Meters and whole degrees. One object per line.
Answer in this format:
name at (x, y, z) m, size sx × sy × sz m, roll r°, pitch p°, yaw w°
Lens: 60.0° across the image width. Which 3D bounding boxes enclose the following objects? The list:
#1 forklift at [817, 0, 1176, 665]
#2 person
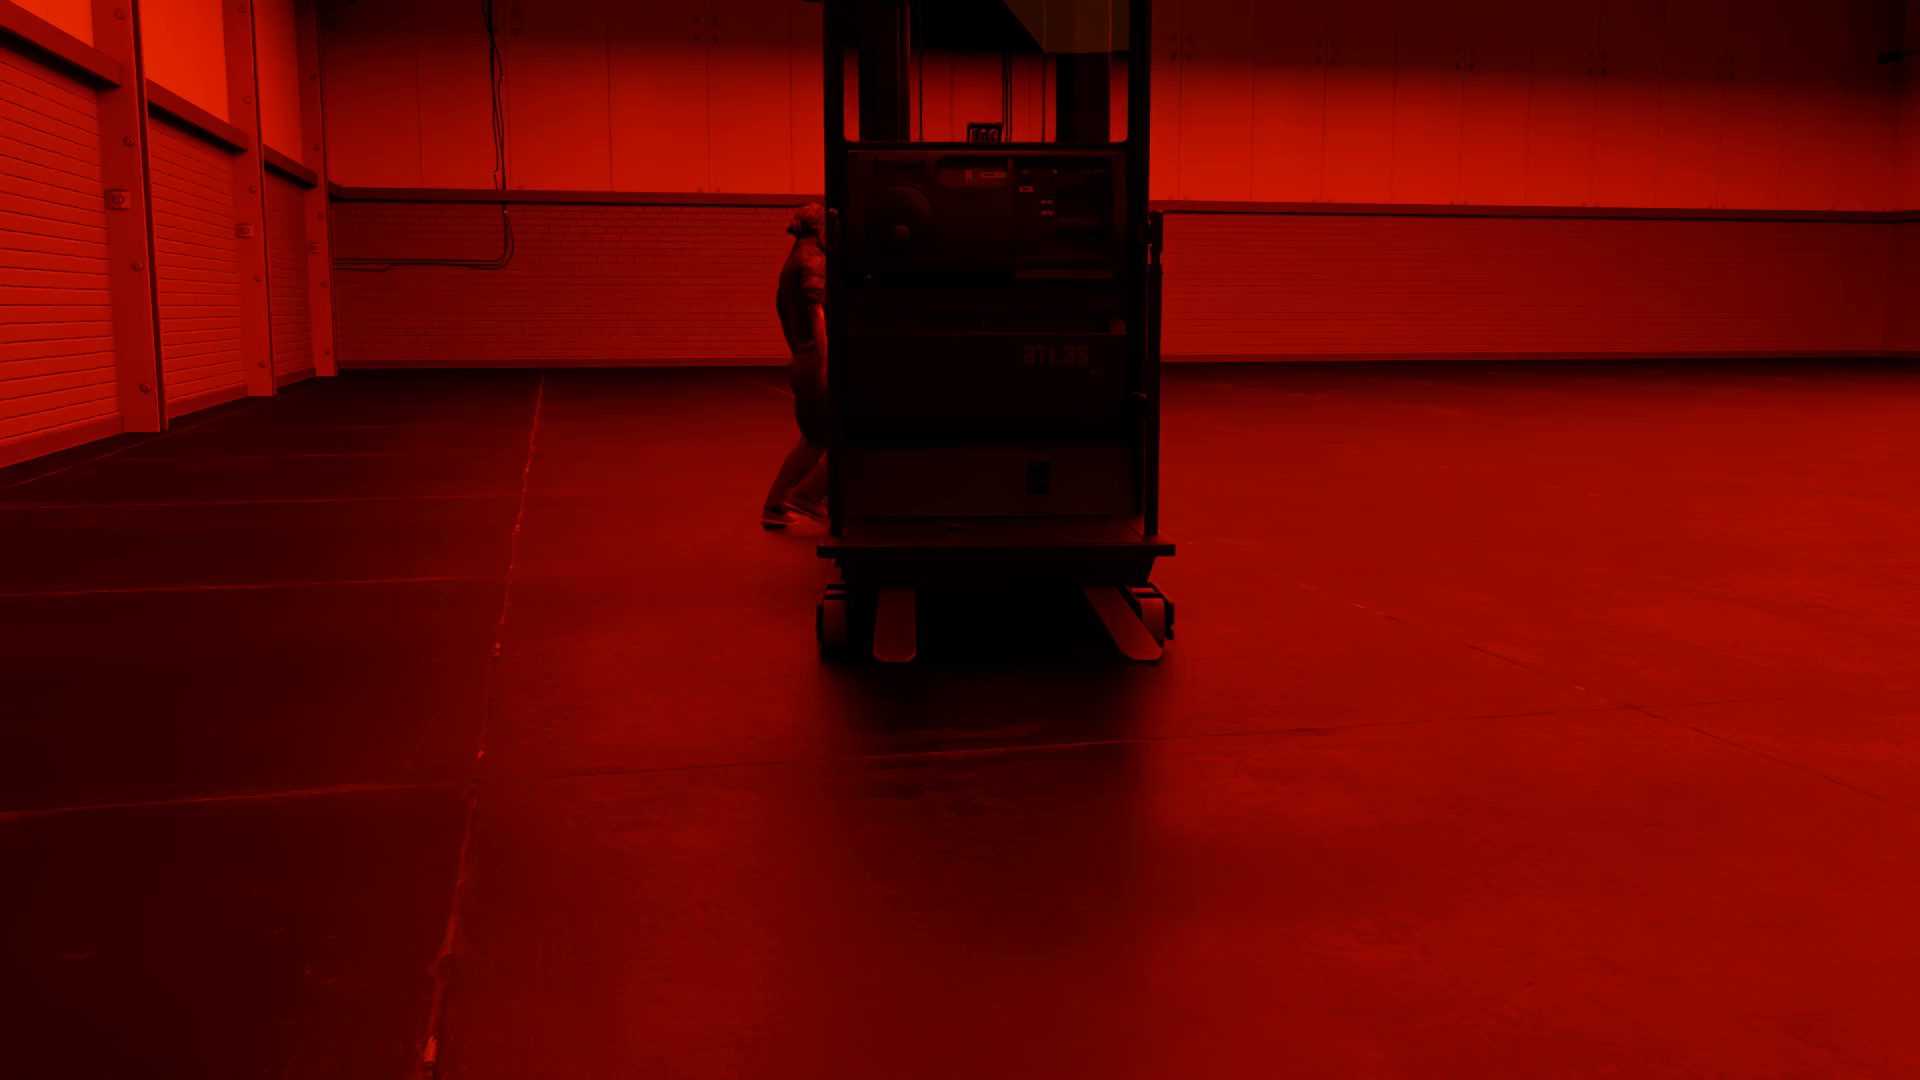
forklift at (0.098, -1.148, 5.337) m, size 1.130 × 2.935 × 3.031 m, roll 0°, pitch 8°, yaw -2°
person at (-0.736, -0.808, 7.901) m, size 0.364 × 1.573 × 0.822 m, roll -3°, pitch 8°, yaw -18°
